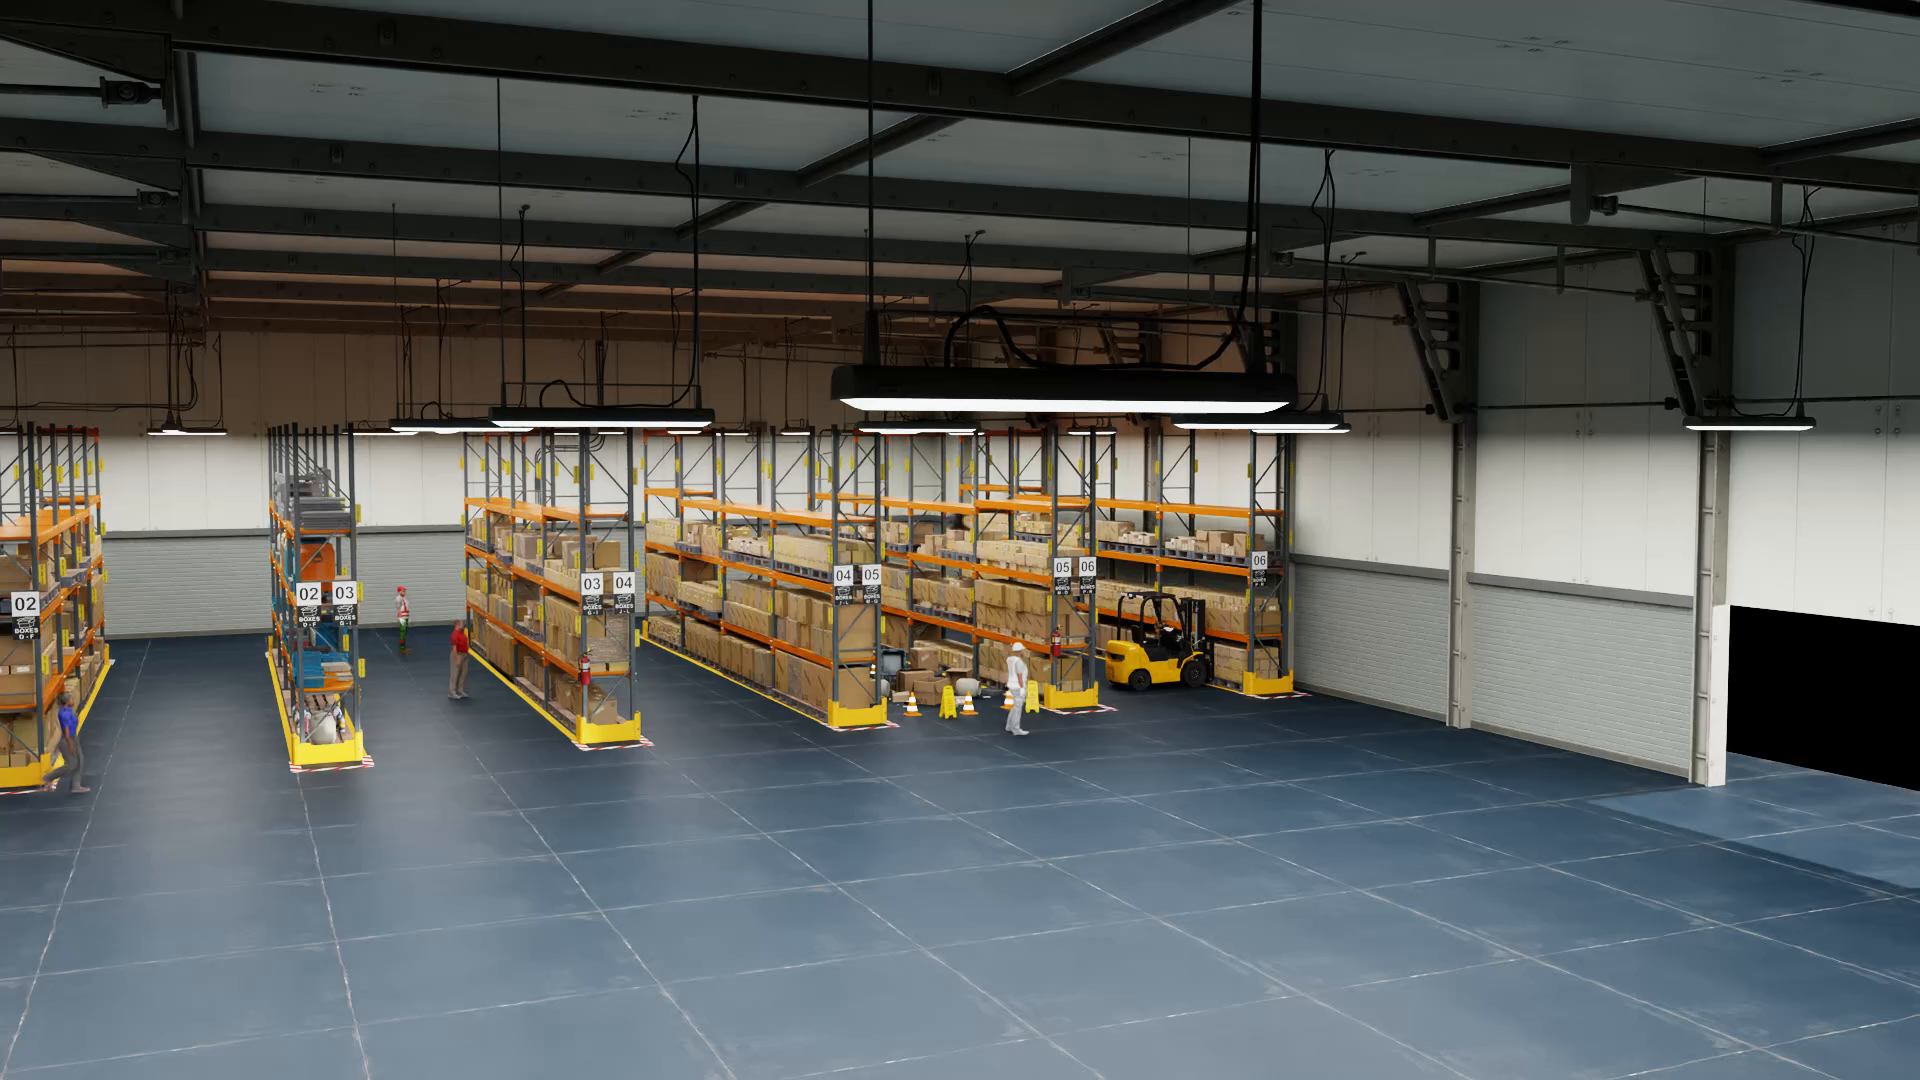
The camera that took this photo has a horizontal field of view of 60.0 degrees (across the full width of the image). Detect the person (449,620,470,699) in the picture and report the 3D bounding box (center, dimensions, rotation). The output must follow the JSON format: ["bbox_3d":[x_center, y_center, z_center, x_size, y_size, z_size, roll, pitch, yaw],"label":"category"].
[{"bbox_3d":[-11.045,2.617,36.695,0.386,1.740,0.589,1,4,15],"label":"person"}]

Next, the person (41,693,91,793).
[{"bbox_3d":[-14.352,3.261,26.689,0.662,1.625,0.521,-1,4,-15],"label":"person"}]

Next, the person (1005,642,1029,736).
[{"bbox_3d":[1.116,2.883,32.143,0.374,1.812,0.663,-1,4,-18],"label":"person"}]

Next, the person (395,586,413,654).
[{"bbox_3d":[-14.860,2.124,44.427,0.420,1.814,0.580,-1,4,-15],"label":"person"}]

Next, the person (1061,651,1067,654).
[{"bbox_3d":[2.528,2.368,41.663,0.591,1.638,0.744,-2,4,-32],"label":"person"}]
